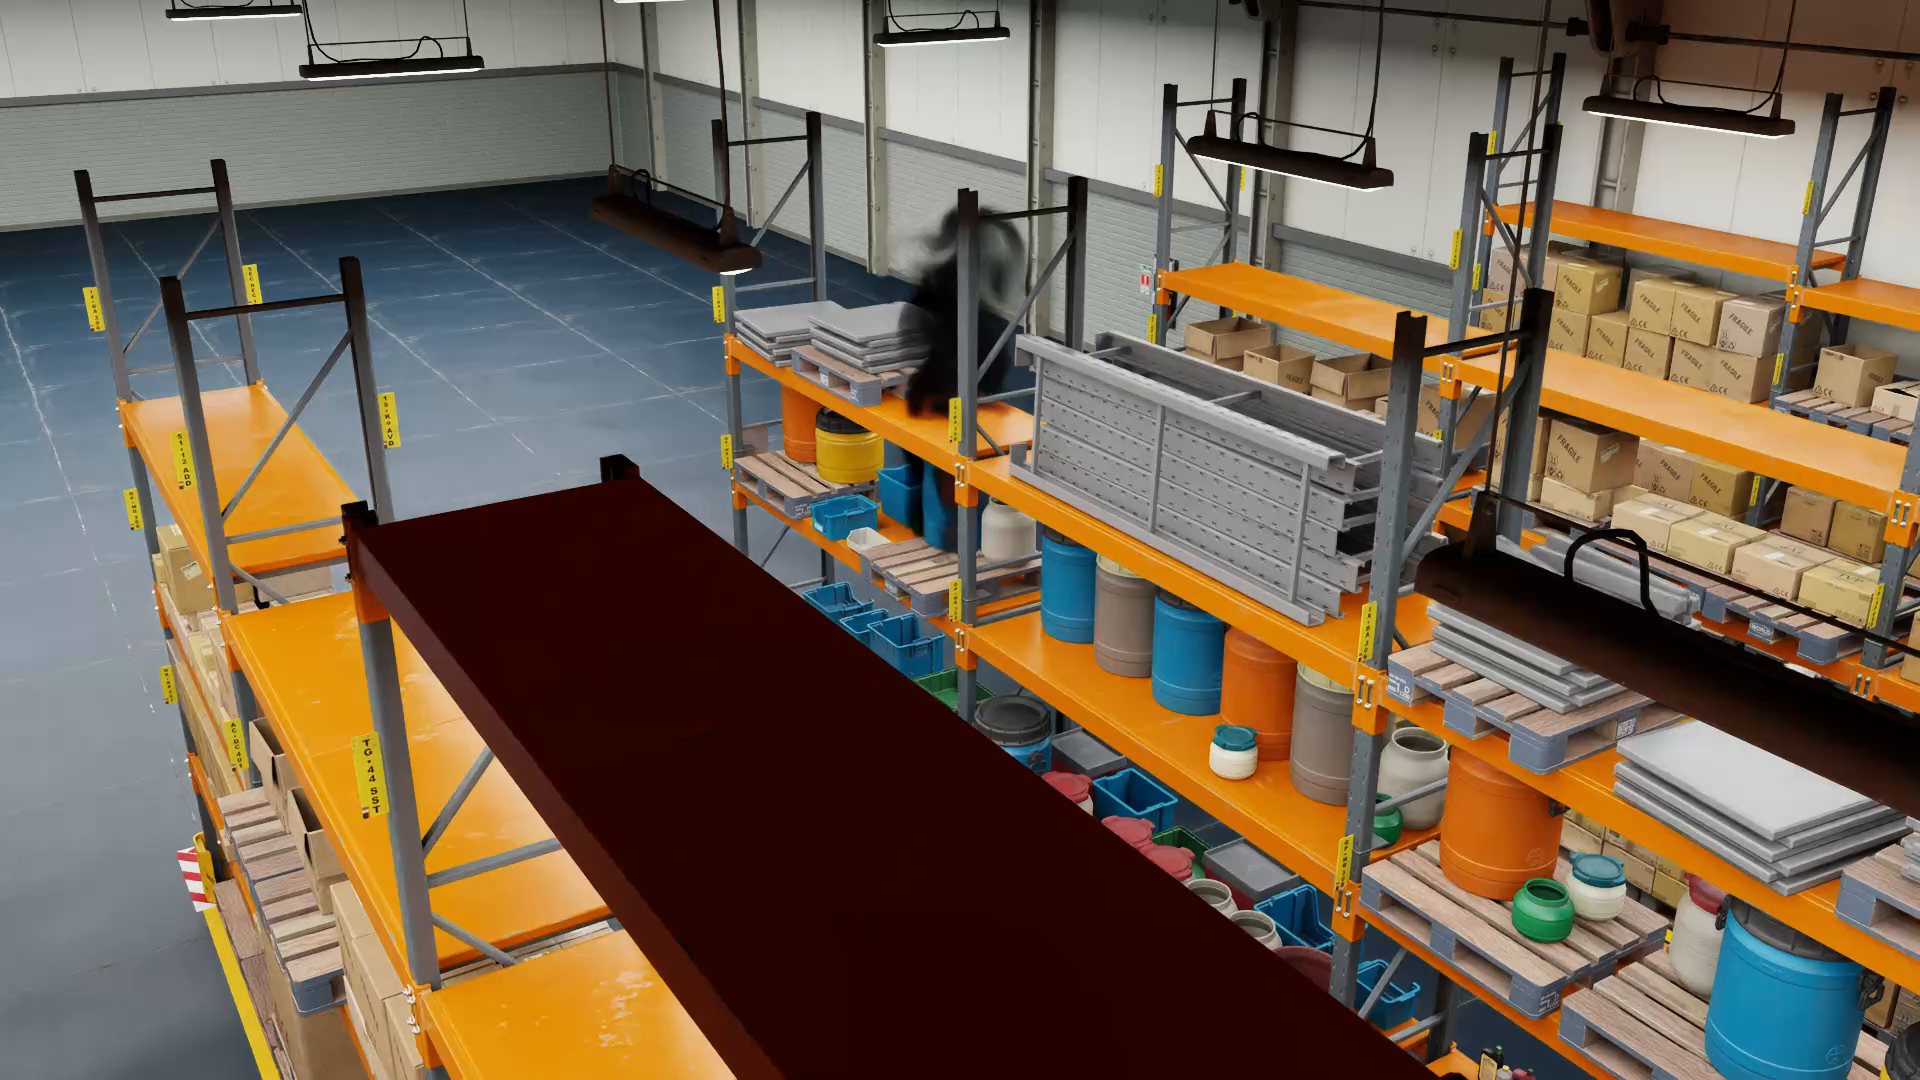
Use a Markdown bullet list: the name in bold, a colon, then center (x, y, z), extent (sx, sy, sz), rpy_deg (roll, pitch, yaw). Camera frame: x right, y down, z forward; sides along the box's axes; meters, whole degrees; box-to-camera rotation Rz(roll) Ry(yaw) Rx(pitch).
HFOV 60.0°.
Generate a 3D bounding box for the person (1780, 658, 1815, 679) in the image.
- **person**: center (7.385, 1.664, 14.886), extent (0.691, 1.782, 0.930), rpy_deg (-15, 27, -34)
